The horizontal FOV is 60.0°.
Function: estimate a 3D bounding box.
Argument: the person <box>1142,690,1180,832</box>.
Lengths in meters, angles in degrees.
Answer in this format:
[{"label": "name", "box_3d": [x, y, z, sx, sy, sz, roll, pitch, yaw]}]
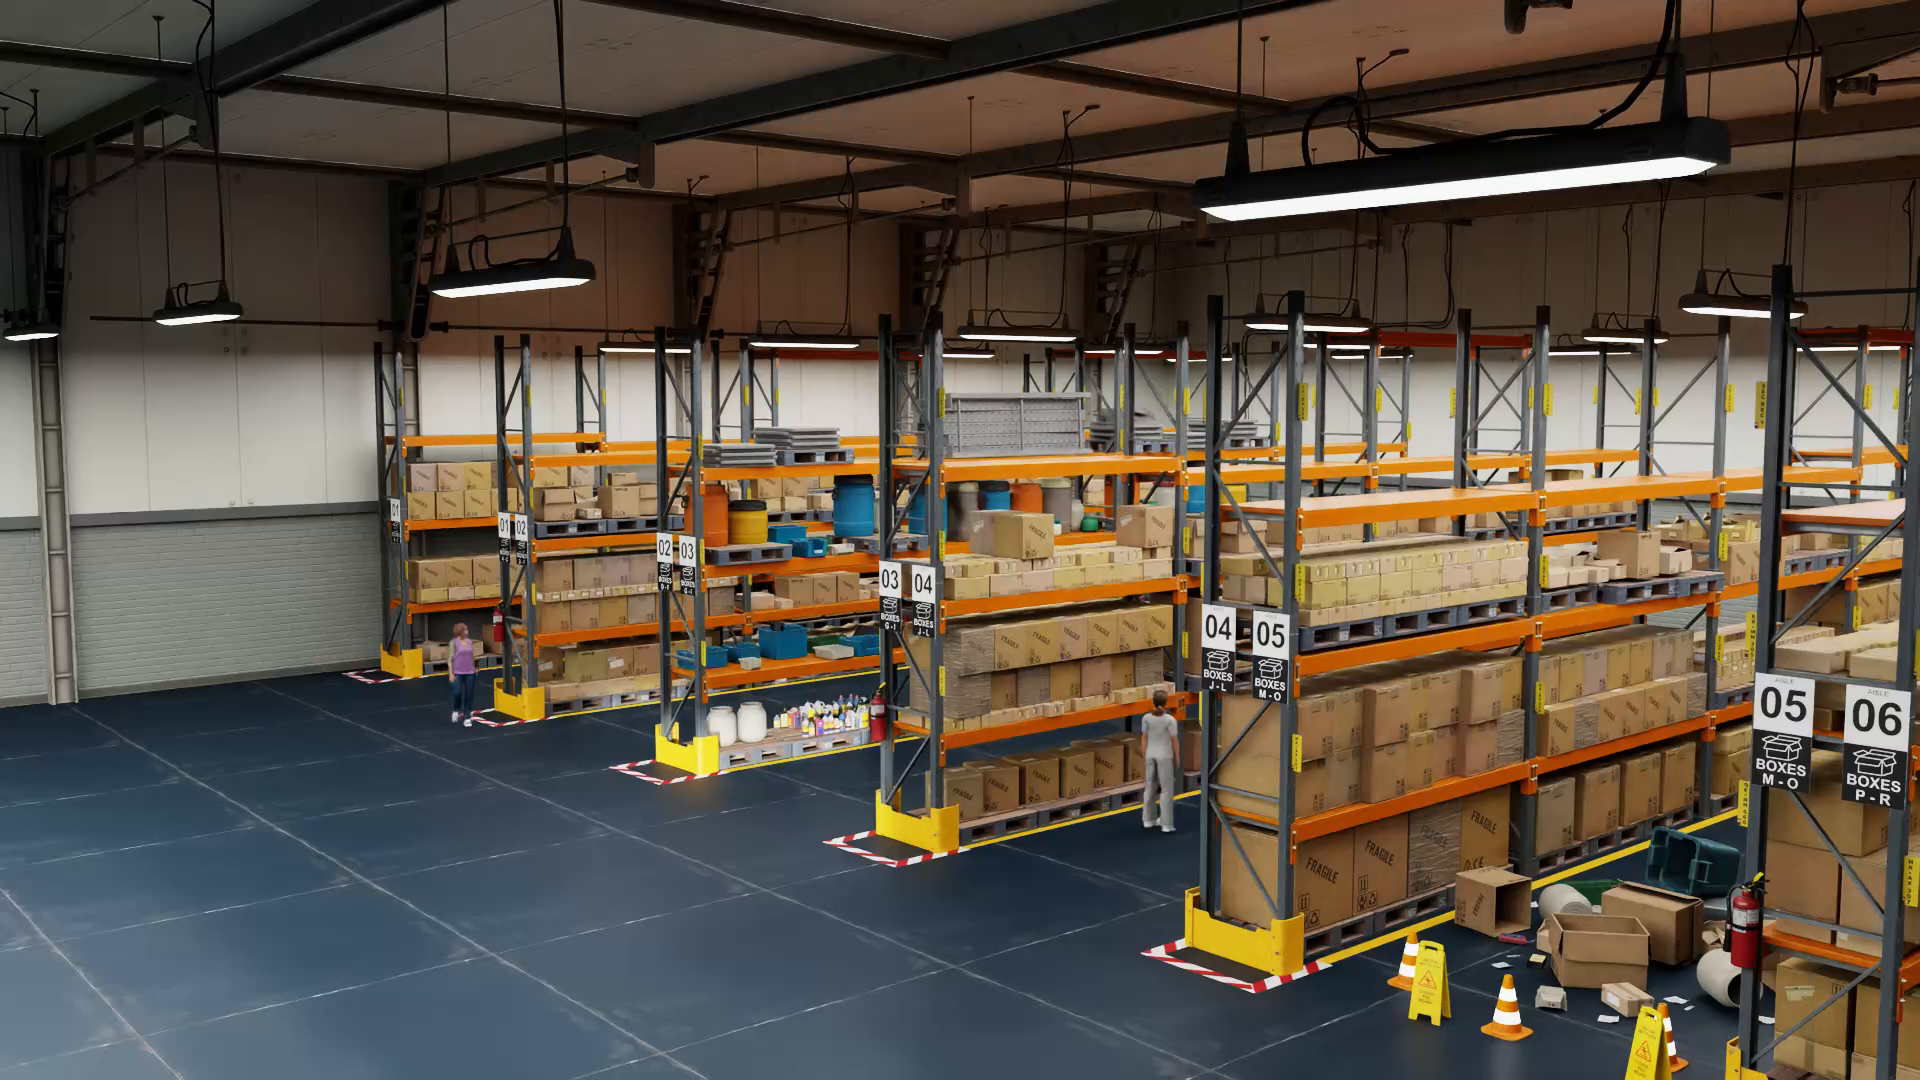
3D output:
[{"label": "person", "box_3d": [2.357, 2.572, 19.455, 0.460, 1.682, 0.476, -5, 7, -43]}]

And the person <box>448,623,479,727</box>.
[{"label": "person", "box_3d": [-7.567, 2.050, 25.339, 0.457, 1.593, 0.448, -3, 6, -26]}]
